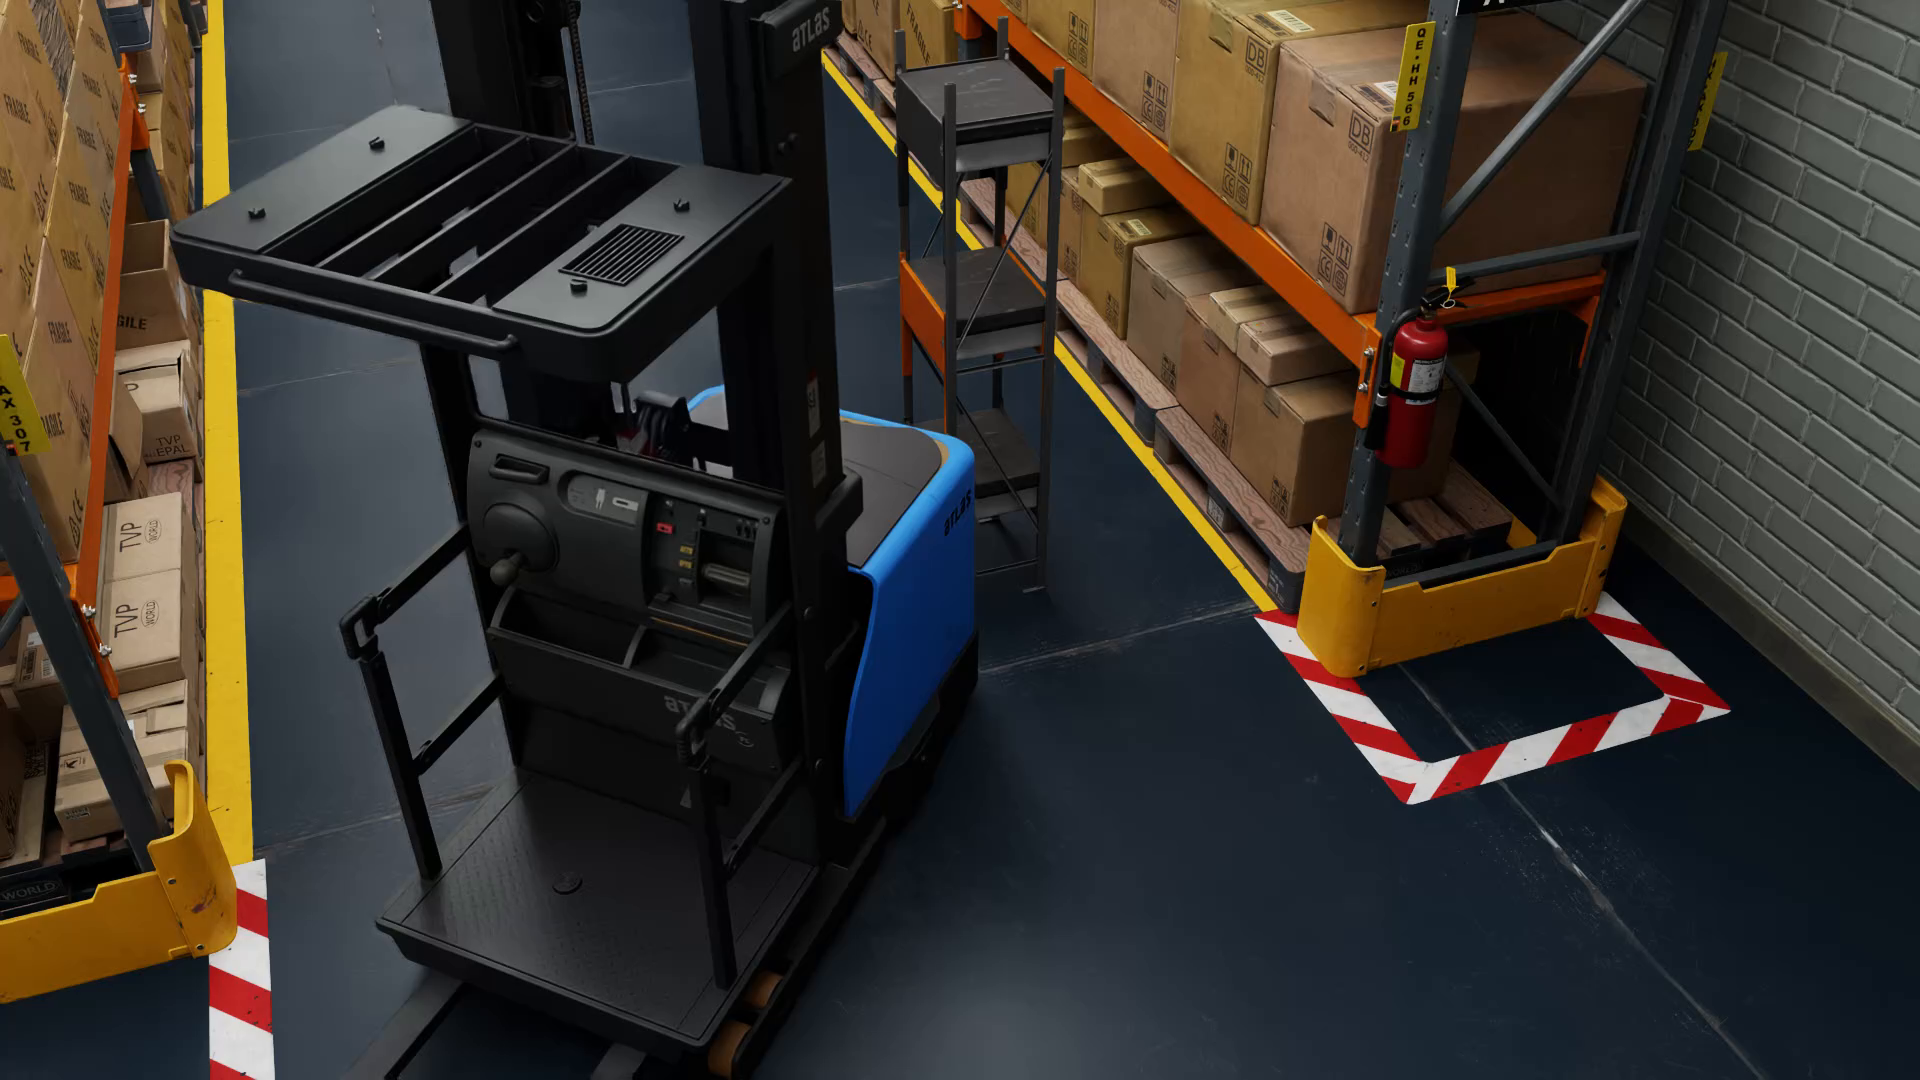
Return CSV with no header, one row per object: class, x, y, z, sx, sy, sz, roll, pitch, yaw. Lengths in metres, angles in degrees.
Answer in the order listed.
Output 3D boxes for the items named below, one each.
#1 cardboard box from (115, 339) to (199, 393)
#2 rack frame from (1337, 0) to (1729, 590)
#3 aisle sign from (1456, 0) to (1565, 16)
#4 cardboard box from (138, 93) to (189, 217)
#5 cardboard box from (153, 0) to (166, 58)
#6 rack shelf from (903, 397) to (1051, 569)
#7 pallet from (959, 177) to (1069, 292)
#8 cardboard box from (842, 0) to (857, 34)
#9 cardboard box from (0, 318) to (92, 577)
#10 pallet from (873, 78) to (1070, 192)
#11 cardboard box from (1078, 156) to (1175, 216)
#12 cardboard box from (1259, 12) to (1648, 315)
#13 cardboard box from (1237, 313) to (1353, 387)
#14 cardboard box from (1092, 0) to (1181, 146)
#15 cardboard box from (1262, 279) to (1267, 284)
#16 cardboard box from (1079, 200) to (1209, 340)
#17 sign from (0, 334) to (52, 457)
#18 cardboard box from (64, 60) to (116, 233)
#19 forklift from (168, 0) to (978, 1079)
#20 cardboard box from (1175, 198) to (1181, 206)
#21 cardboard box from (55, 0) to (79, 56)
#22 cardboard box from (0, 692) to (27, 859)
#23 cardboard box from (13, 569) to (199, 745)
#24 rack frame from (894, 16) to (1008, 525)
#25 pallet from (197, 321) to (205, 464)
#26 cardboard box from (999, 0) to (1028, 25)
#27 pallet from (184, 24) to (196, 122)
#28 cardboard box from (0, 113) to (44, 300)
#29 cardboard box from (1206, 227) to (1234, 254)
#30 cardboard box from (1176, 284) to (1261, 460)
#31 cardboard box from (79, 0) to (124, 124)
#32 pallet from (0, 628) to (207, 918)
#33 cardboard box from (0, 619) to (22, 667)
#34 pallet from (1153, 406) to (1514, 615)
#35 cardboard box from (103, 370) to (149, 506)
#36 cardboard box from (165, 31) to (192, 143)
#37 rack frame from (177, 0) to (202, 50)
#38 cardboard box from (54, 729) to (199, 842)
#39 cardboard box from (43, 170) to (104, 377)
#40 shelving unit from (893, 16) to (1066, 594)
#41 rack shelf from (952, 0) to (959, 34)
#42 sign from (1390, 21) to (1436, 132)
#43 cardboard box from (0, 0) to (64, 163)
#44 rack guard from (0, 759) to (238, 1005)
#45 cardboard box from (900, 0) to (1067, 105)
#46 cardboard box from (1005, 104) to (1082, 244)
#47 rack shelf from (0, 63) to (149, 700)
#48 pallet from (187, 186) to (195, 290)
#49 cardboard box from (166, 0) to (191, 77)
cardboard box,-3.525,-0.718,7.215,0.380,0.149,0.250,-12,39,-16
rack frame,1.854,-0.912,5.468,1.000,3.000,0.127,-12,39,-16
aisle sign,1.597,-1.848,4.549,0.394,0.787,0.004,-12,39,-16
cardboard box,-4.304,-1.944,8.550,0.500,0.500,0.500,-12,39,-15
cardboard box,-4.628,-2.793,9.053,0.500,0.250,0.500,-13,39,-17
rack shelf,0.057,-0.175,6.423,0.431,0.518,0.480,-12,39,-16
pallet,0.665,-1.612,8.715,1.003,0.211,1.213,-12,39,-16
cardboard box,-0.474,-3.802,10.742,0.750,0.750,0.750,-13,39,-16
cardboard box,-2.701,-0.230,4.479,0.500,0.500,0.500,-12,39,-15
pallet,0.141,-2.478,9.865,1.003,0.211,1.213,-12,39,-16
cardboard box,0.765,-1.630,7.611,0.380,0.149,0.250,-14,39,-17
cardboard box,1.669,-1.318,5.757,0.980,0.700,0.700,-11,38,-14
cardboard box,1.304,-0.750,6.442,0.380,0.149,0.250,-13,39,-16
cardboard box,1.154,-2.159,6.874,0.980,0.700,0.700,-14,39,-18
cardboard box,1.489,-1.113,6.925,0.380,0.149,0.250,-12,39,-16
cardboard box,0.983,-1.322,7.741,0.700,0.500,0.500,-12,39,-15
sign,-2.287,-0.343,3.992,0.100,0.325,0.005,-12,39,-16
cardboard box,-3.402,-1.374,5.998,0.500,0.500,0.500,-12,39,-15
forklift,-0.986,0.061,4.233,1.130,2.935,3.031,15,39,18
cardboard box,1.135,-1.691,7.691,0.380,0.149,0.250,-12,39,-15
cardboard box,-3.577,-2.062,6.081,0.500,0.500,0.500,-13,39,-17
cardboard box,-3.215,0.682,5.063,0.500,0.500,0.500,-12,39,-16
cardboard box,-2.889,0.390,5.659,0.500,0.250,0.500,-12,39,-16
rack frame,-0.027,-0.883,6.177,0.400,2.100,0.015,-12,39,-16
pallet,-3.937,-0.642,7.427,1.003,0.211,1.213,-12,39,-16
cardboard box,0.648,-2.982,7.966,0.980,0.700,0.700,-12,39,-15
pallet,-5.328,-2.860,10.372,1.003,0.211,1.213,-12,39,-16
cardboard box,-2.888,-0.923,4.568,0.500,0.500,0.500,-12,39,-15
cardboard box,1.312,-1.402,7.307,0.380,0.149,0.250,-12,39,-15
cardboard box,1.347,-0.739,6.966,0.700,0.500,0.500,-13,39,-16
cardboard box,-3.760,-1.955,6.769,0.500,0.500,0.500,-12,39,-15
pallet,-3.098,0.736,5.597,1.003,0.211,1.213,-12,39,-16
cardboard box,-3.513,0.239,5.859,0.500,0.250,0.500,-12,39,-16
pallet,1.505,-0.234,6.885,1.003,0.211,1.213,-12,39,-16
cardboard box,-3.521,-0.262,6.314,0.797,0.503,0.637,-12,39,-16
cardboard box,-4.643,-2.514,9.306,0.500,0.500,0.500,-14,39,-18
rack frame,-5.549,-4.404,10.103,1.000,3.000,0.127,-12,39,-16
cardboard box,-2.618,0.771,5.237,0.380,0.149,0.250,-12,39,-16
cardboard box,-3.054,-0.804,5.241,0.500,0.500,0.500,-13,39,-16
shelving unit,0.057,-0.745,5.994,0.431,2.100,0.503,-12,39,-16
rack shelf,-0.211,-4.014,10.184,1.077,0.370,4.000,-12,39,-16
sign,1.339,-1.365,4.909,0.100,0.325,0.005,-12,39,-16
cardboard box,-3.232,-1.493,5.325,0.500,0.500,0.500,-13,39,-16
rack guard,-2.822,1.071,4.912,1.175,0.500,0.348,-12,39,-16
cardboard box,0.131,-2.821,9.440,0.750,0.750,0.750,-12,39,-15
cardboard box,0.638,-1.897,8.504,0.700,0.500,0.500,-12,39,-15
rack shelf,-3.484,-0.727,5.820,1.077,0.370,4.000,-12,39,-16
pallet,-4.488,-1.482,8.542,1.003,0.211,1.213,-12,39,-16
cardboard box,-5.007,-3.101,10.086,0.500,0.500,0.500,-11,38,-14
